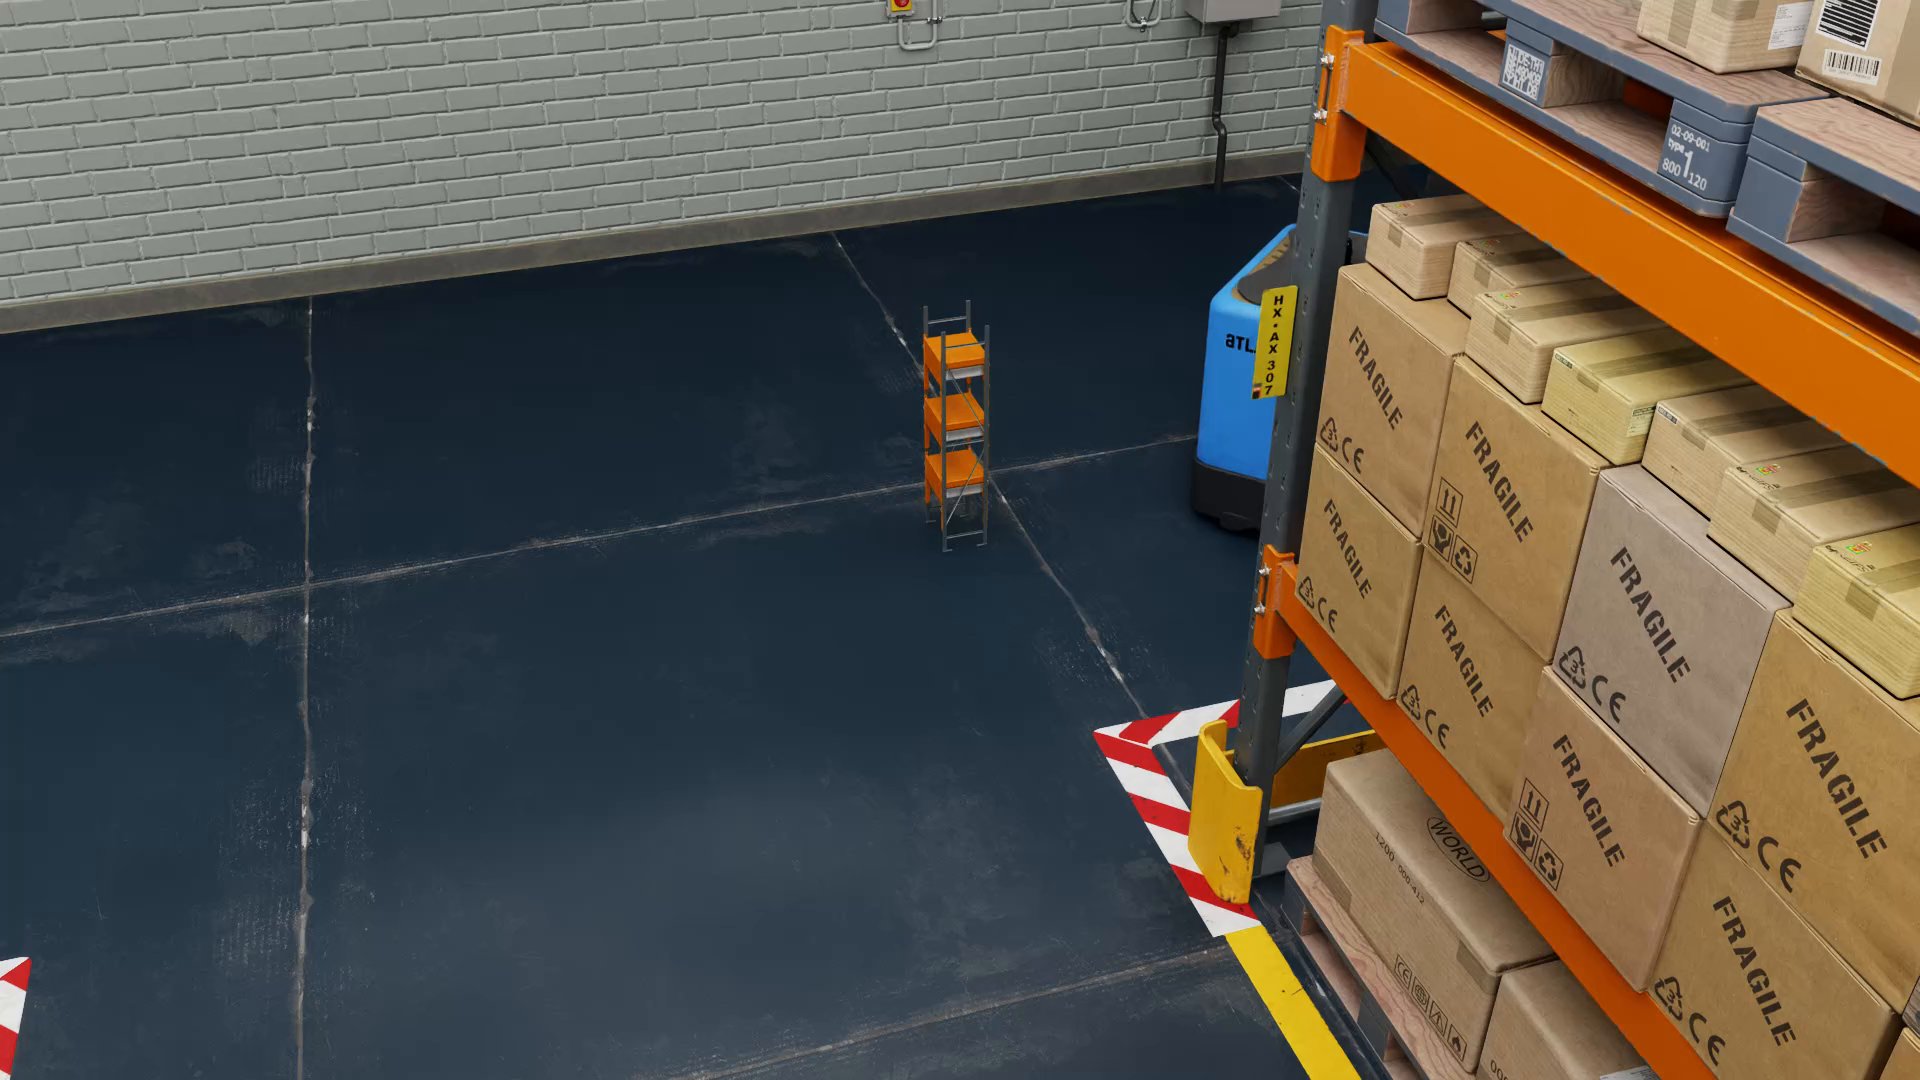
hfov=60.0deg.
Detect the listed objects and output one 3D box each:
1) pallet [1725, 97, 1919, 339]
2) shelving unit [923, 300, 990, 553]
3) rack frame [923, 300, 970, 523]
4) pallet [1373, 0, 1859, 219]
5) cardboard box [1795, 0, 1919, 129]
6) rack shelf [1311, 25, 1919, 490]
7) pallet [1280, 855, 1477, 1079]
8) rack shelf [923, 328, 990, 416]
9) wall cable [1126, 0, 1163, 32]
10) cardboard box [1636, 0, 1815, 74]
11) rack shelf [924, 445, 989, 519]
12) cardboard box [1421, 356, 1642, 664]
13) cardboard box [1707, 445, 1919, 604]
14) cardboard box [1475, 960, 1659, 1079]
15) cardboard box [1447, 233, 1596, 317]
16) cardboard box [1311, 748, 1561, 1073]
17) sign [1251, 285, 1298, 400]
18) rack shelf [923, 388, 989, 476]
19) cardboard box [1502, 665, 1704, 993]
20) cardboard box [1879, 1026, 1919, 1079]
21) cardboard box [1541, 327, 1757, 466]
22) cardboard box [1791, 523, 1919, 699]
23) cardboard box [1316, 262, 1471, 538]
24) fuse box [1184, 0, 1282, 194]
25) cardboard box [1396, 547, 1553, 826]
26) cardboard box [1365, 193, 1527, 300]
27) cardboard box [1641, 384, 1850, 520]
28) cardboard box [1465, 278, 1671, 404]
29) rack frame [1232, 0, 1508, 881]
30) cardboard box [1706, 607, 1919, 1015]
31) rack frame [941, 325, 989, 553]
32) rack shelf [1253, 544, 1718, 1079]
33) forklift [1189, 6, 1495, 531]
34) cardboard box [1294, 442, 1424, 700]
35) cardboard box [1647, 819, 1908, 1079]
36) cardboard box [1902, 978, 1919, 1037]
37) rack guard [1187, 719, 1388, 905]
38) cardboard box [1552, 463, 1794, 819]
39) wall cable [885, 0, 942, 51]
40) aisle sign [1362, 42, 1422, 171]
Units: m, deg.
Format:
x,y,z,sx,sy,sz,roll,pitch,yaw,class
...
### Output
x,y,z,sx,sy,sz,roll,pitch,yaw,class
1.987,-0.409,2.508,1.003,0.211,1.213,-10,35,-15,pallet
-0.016,-0.466,7.003,0.215,1.050,0.252,-10,35,-15,shelving unit
-0.054,-0.530,7.100,0.200,1.050,0.008,-10,35,-15,rack frame
1.611,-1.051,3.479,1.003,0.211,1.213,-10,35,-15,pallet
1.784,-0.861,2.721,0.500,0.311,0.500,-9,35,-14,cardboard box
1.985,-0.125,2.651,1.077,0.370,4.000,-10,35,-15,rack shelf
1.693,1.346,5.022,1.003,0.211,1.213,-10,35,-15,pallet
-0.016,-0.694,6.852,0.215,0.259,0.240,-10,35,-15,rack shelf
0.980,-3.849,9.433,0.588,1.984,0.122,-10,35,-15,wall cable
1.488,-0.978,3.044,0.380,0.149,0.250,-9,34,-13,cardboard box
-0.016,-0.225,7.162,0.215,0.259,0.240,-10,35,-15,rack shelf
1.414,-0.113,3.703,0.500,0.500,0.500,-11,35,-16,cardboard box
1.601,-0.037,2.999,0.380,0.149,0.250,-10,35,-14,cardboard box
1.959,1.478,4.235,0.875,0.438,0.875,-9,35,-13,cardboard box
1.367,-0.595,3.844,0.380,0.149,0.250,-9,35,-14,cardboard box
1.671,0.999,4.960,0.875,0.438,0.875,-11,35,-16,cardboard box
0.844,-0.528,4.471,0.100,0.325,0.005,-10,35,-15,sign
-0.016,-0.457,7.009,0.215,0.259,0.240,-10,35,-15,rack shelf
1.567,0.565,3.583,0.500,0.500,0.500,-10,35,-15,cardboard box
1.881,1.103,2.769,0.500,0.500,0.500,-11,35,-15,cardboard box
1.435,-0.304,3.403,0.380,0.149,0.250,-11,35,-16,cardboard box
1.652,0.101,2.791,0.380,0.149,0.250,-11,35,-16,cardboard box
1.250,-0.383,4.111,0.500,0.500,0.500,-11,35,-16,cardboard box
1.678,-2.920,10.117,0.539,1.711,0.414,-10,35,-15,fuse box
1.429,0.295,3.992,0.500,0.500,0.500,-10,35,-15,cardboard box
1.219,-0.721,4.034,0.380,0.149,0.250,-9,35,-14,cardboard box
1.565,-0.175,3.208,0.380,0.149,0.250,-10,35,-14,cardboard box
1.337,-0.439,3.608,0.380,0.149,0.250,-9,34,-13,cardboard box
1.375,-0.224,4.868,1.000,3.000,0.127,-10,35,-15,rack frame
1.732,0.418,2.899,0.500,0.500,0.500,-10,35,-15,cardboard box
0.021,-0.402,6.906,0.200,1.050,0.008,-10,35,-15,rack frame
1.985,1.126,3.478,1.077,0.370,4.000,-10,35,-15,rack shelf
2.553,-1.145,6.324,3.031,2.935,1.130,17,37,24,forklift
1.248,0.034,4.386,0.500,0.500,0.500,-10,35,-15,cardboard box
1.735,0.826,3.189,0.500,0.500,0.500,-9,34,-13,cardboard box
1.877,0.682,2.499,0.500,0.500,0.500,-10,35,-14,cardboard box
1.367,0.806,5.577,1.175,0.500,0.348,-10,35,-15,rack guard
1.579,0.156,3.296,0.500,0.500,0.500,-10,35,-15,cardboard box
-0.367,-3.618,9.054,0.585,1.953,0.123,-10,35,-15,wall cable
1.077,-1.298,4.135,0.394,0.787,0.004,-10,35,-15,aisle sign
